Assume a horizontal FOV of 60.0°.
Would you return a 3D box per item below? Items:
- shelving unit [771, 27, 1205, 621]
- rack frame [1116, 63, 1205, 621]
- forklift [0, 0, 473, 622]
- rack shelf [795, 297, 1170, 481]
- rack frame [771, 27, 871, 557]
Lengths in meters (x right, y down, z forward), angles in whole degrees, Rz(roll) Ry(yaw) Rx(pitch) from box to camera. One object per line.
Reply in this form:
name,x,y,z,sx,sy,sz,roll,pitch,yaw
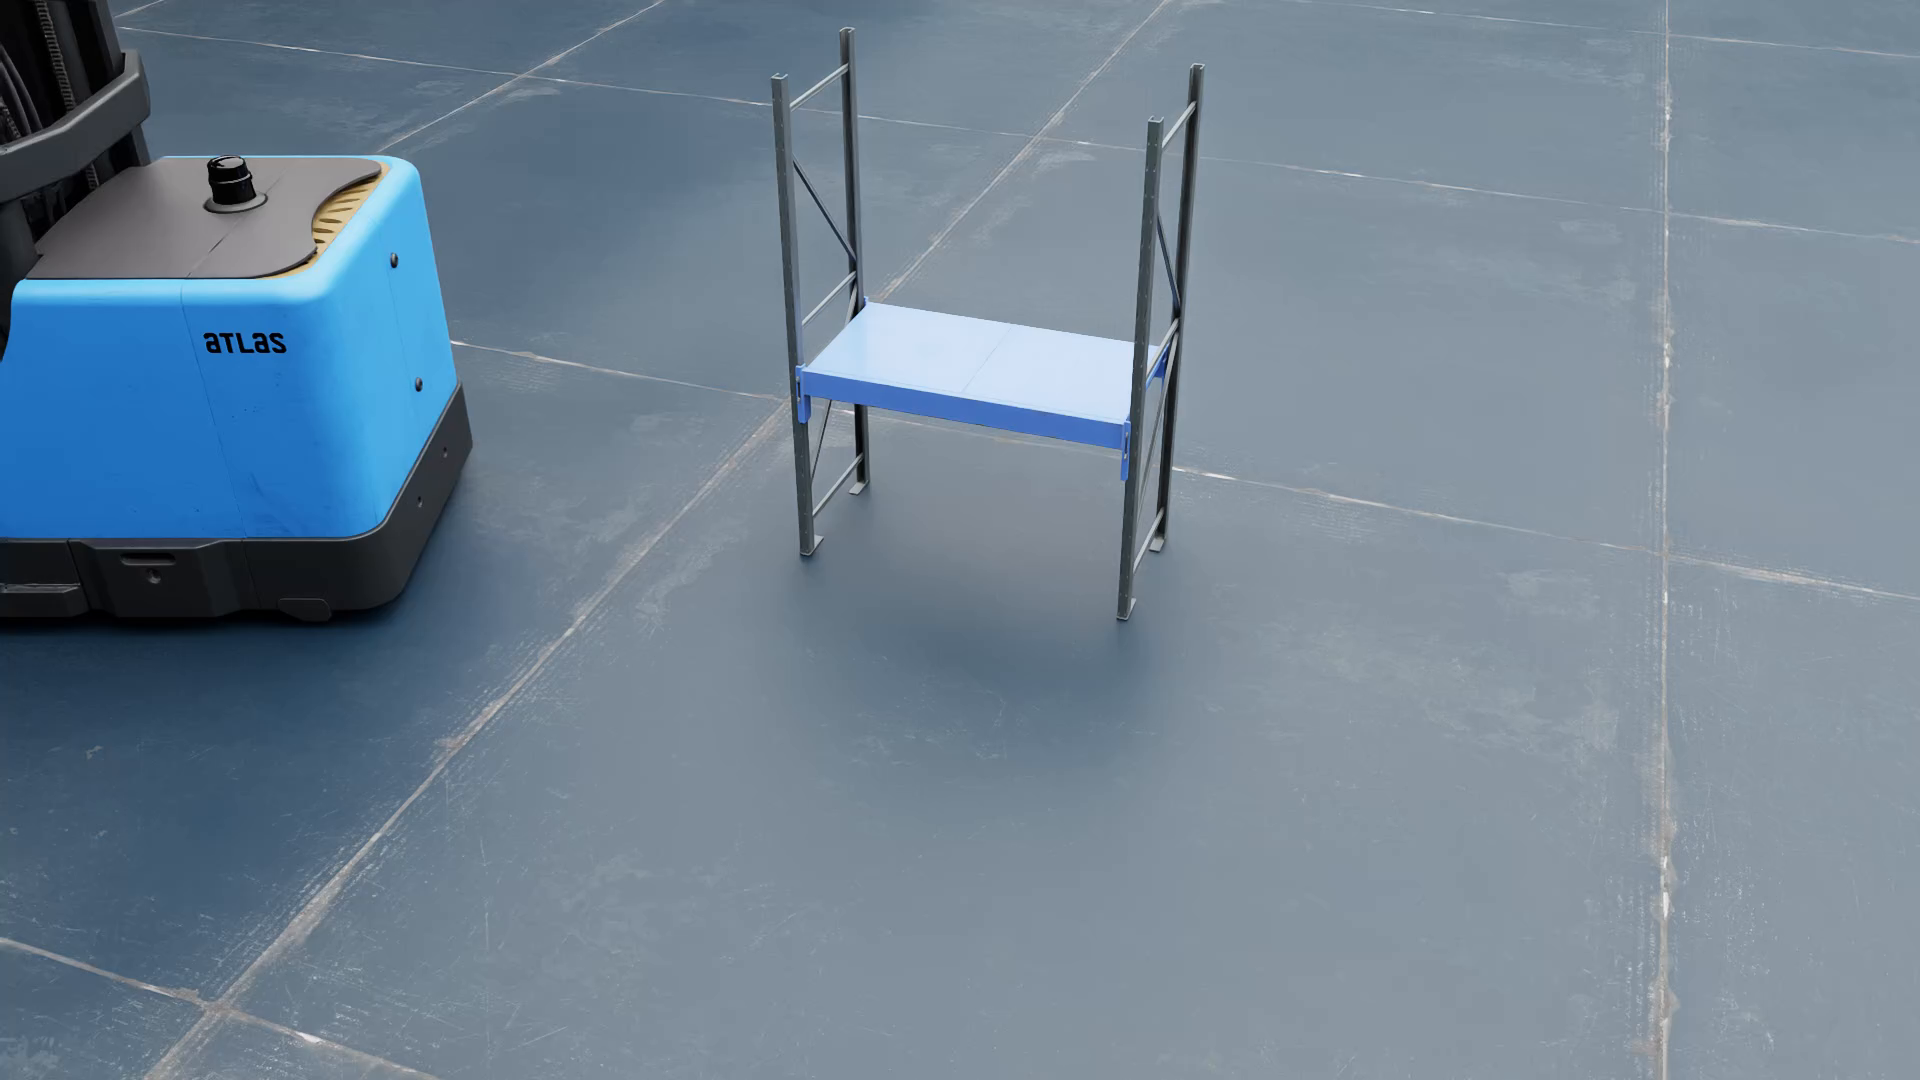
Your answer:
shelving unit,0.080,-0.614,4.819,1.048,1.500,0.538,11,34,16
rack frame,0.559,-0.521,4.675,0.032,1.500,0.500,11,34,16
forklift,-3.155,-1.252,4.486,3.031,2.935,1.130,0,33,0
rack shelf,0.080,-0.463,4.917,1.000,0.185,0.538,11,34,16
rack frame,-0.398,-0.708,4.963,0.032,1.500,0.500,11,34,16
